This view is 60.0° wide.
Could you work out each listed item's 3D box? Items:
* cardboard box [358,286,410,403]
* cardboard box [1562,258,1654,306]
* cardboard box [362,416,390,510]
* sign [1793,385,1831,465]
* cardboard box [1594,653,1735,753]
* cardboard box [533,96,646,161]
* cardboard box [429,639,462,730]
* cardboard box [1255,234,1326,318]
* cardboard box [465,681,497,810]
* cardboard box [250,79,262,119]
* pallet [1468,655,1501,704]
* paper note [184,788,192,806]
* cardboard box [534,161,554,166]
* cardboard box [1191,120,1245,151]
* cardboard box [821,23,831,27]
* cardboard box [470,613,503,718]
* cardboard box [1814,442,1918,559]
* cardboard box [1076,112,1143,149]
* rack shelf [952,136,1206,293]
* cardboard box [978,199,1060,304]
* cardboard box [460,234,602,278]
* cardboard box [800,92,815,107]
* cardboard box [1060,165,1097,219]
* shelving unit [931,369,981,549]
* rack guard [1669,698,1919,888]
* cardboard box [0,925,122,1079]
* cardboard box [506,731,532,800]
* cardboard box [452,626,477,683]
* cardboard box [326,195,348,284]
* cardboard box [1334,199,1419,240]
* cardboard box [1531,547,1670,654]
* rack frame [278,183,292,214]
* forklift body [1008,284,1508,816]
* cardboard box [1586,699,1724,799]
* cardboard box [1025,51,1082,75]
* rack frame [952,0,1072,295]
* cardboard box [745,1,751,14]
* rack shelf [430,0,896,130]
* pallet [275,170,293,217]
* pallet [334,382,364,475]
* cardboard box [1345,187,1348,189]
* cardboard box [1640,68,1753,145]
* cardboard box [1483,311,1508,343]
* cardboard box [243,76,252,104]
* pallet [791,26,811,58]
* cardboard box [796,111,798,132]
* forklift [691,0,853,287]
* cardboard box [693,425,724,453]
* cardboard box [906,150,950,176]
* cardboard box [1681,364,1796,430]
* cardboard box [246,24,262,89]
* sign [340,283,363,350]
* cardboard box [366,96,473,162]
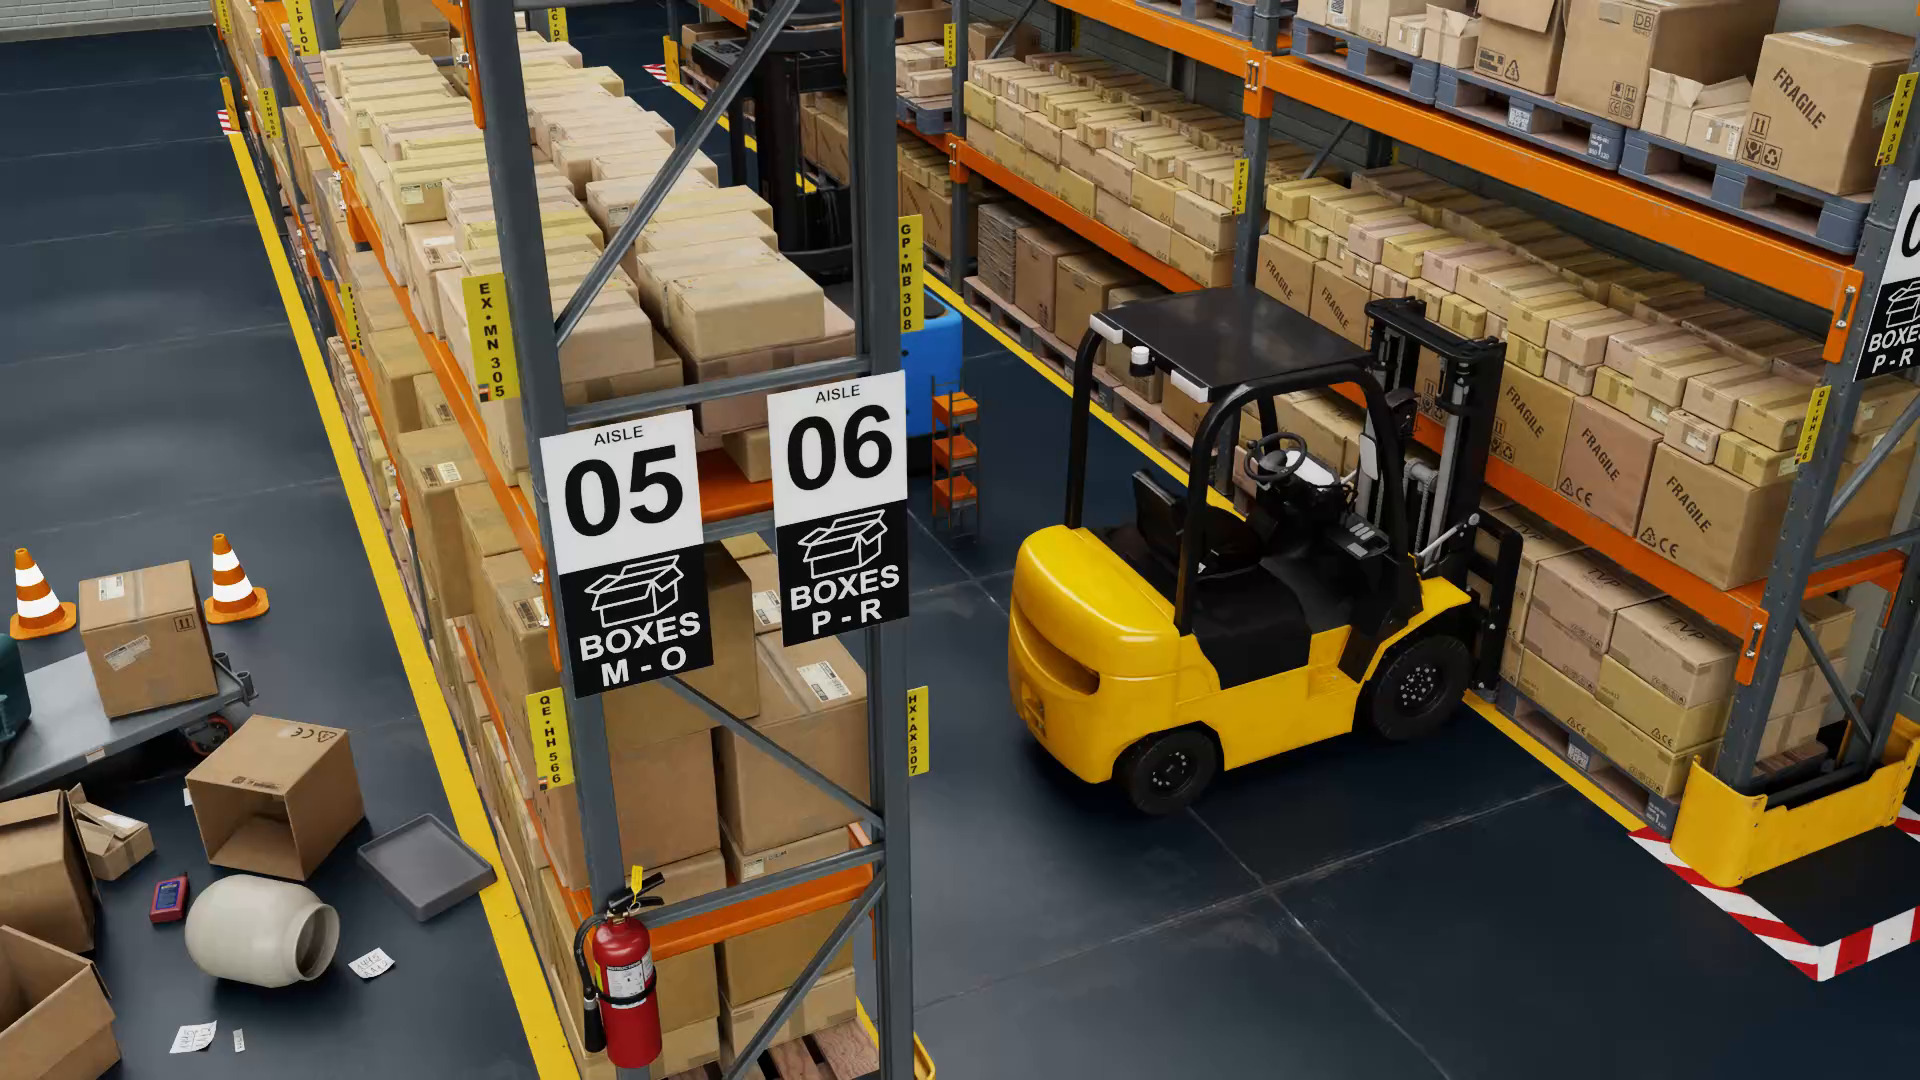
[{"bbox_3d":[-2.160,-0.812,7.175,0.700,0.500,0.500,-13,32,-22],"label":"cardboard box"},{"bbox_3d":[3.257,-1.288,8.384,0.380,0.149,0.250,-13,32,-22],"label":"cardboard box"},{"bbox_3d":[-3.191,-0.564,10.420,0.950,0.372,0.625,-12,31,-20],"label":"cardboard box"},{"bbox_3d":[3.350,-0.450,6.533,0.100,0.325,0.005,-13,32,-22],"label":"sign"},{"bbox_3d":[3.355,0.699,7.780,0.500,0.250,0.500,-14,32,-23],"label":"cardboard box"},{"bbox_3d":[-1.401,-1.566,6.323,0.380,0.149,0.250,-13,32,-21],"label":"cardboard box"},{"bbox_3d":[-2.343,0.661,8.359,0.500,0.250,0.500,-15,32,-24],"label":"cardboard box"},{"bbox_3d":[2.084,-1.509,9.745,0.500,0.500,0.500,-14,32,-23],"label":"cardboard box"},{"bbox_3d":[-1.881,0.797,7.350,0.500,0.500,0.500,-11,31,-19],"label":"cardboard box"},{"bbox_3d":[-5.192,-3.430,12.914,0.500,0.250,0.500,-14,32,-23],"label":"cardboard box"},{"bbox_3d":[2.960,0.400,9.294,1.003,0.211,1.213,-13,32,-22],"label":"pallet"},{"bbox_3d":[-3.666,1.215,8.025,0.148,0.019,0.142,-13,32,-22],"label":"paper note"},{"bbox_3d":[-1.264,-1.234,6.139,0.500,0.250,0.500,-12,32,-21],"label":"cardboard box"},{"bbox_3d":[1.786,-2.707,11.218,0.380,0.149,0.250,-13,32,-22],"label":"cardboard box"},{"bbox_3d":[-1.055,-4.681,15.211,0.396,0.266,0.258,-12,31,-20],"label":"cardboard box"},{"bbox_3d":[-1.539,0.295,6.223,0.500,0.500,0.500,-13,32,-22],"label":"cardboard box"},{"bbox_3d":[3.885,-0.270,7.536,0.500,0.500,0.500,-12,31,-20],"label":"cardboard box"},{"bbox_3d":[1.023,-2.806,11.395,0.380,0.149,0.250,-14,32,-23],"label":"cardboard box"},{"bbox_3d":[1.271,-2.286,11.969,1.077,0.370,4.000,-13,32,-22],"label":"rack shelf"},{"bbox_3d":[0.667,-2.352,13.350,0.875,0.625,0.625,-12,31,-20],"label":"cardboard box"},{"bbox_3d":[-1.249,-0.770,4.905,0.380,0.149,0.250,-13,32,-23],"label":"cardboard box"},{"bbox_3d":[-1.391,-4.412,16.487,0.380,0.149,0.250,-12,31,-20],"label":"cardboard box"},{"bbox_3d":[1.042,-2.492,11.753,0.500,0.250,0.500,-12,31,-20],"label":"cardboard box"},{"bbox_3d":[-0.023,-0.482,10.008,0.215,1.050,0.252,-13,32,-22],"label":"shelving unit"},{"bbox_3d":[3.857,1.151,7.658,1.175,0.500,0.348,-13,32,-22],"label":"rack guard"},{"bbox_3d":[-3.676,1.939,6.251,0.637,0.503,0.797,13,32,21],"label":"cardboard box"},{"bbox_3d":[-1.426,0.770,6.040,0.380,0.149,0.250,-13,32,-21],"label":"cardboard box"},{"bbox_3d":[-2.003,0.464,7.281,0.380,0.149,0.250,-11,31,-19],"label":"cardboard box"},{"bbox_3d":[-3.188,-1.633,9.232,0.500,0.500,0.500,-12,31,-20],"label":"cardboard box"},{"bbox_3d":[2.310,-1.762,9.229,0.380,0.149,0.250,-14,32,-23],"label":"cardboard box"},{"bbox_3d":[3.143,0.268,8.037,0.500,0.250,0.500,-12,32,-21],"label":"cardboard box"},{"bbox_3d":[-5.784,-4.207,14.659,0.949,2.616,0.053,-13,32,-22],"label":"rack frame"},{"bbox_3d":[1.385,-0.034,8.084,2.313,2.155,1.214,-13,32,-22],"label":"forklift body"},{"bbox_3d":[3.359,0.925,7.888,0.500,0.250,0.500,-13,32,-22],"label":"cardboard box"},{"bbox_3d":[0.734,-3.709,13.005,0.380,0.149,0.250,-12,31,-20],"label":"cardboard box"},{"bbox_3d":[0.412,-3.483,13.368,1.000,3.000,0.127,-13,32,-22],"label":"rack frame"},{"bbox_3d":[-2.023,-5.570,17.347,0.380,0.149,0.250,-12,32,-21],"label":"cardboard box"},{"bbox_3d":[-1.494,-2.091,5.489,1.077,0.370,4.000,-13,32,-22],"label":"rack shelf"},{"bbox_3d":[-6.042,-3.343,15.968,1.003,0.211,1.213,-13,32,-22],"label":"pallet"},{"bbox_3d":[-3.735,-0.878,11.572,1.003,0.211,1.213,-13,32,-22],"label":"pallet"},{"bbox_3d":[2.143,-2.147,10.627,0.500,0.250,0.500,-14,32,-23],"label":"cardboard box"},{"bbox_3d":[3.108,-1.840,6.977,0.396,0.266,0.258,-13,32,-22],"label":"cardboard box"},{"bbox_3d":[2.846,-1.061,8.283,0.380,0.149,0.250,-13,32,-22],"label":"cardboard box"},{"bbox_3d":[-5.836,-3.891,14.249,0.500,0.250,0.500,-14,32,-23],"label":"cardboard box"},{"bbox_3d":[-1.061,-4.791,15.896,1.003,0.211,1.213,-13,32,-22],"label":"pallet"},{"bbox_3d":[-1.810,-4.374,17.443,0.380,0.149,0.250,-14,32,-23],"label":"cardboard box"},{"bbox_3d":[-1.090,-2.305,11.337,1.121,2.935,3.031,-14,32,-24],"label":"forklift"},{"bbox_3d":[-0.678,-0.416,5.088,0.380,0.149,0.250,-14,32,-24],"label":"cardboard box"},{"bbox_3d":[-0.247,-3.264,14.440,0.380,0.149,0.250,-14,32,-24],"label":"cardboard box"},{"bbox_3d":[3.368,-0.622,7.196,0.380,0.149,0.250,-13,32,-22],"label":"cardboard box"},{"bbox_3d":[-4.962,-3.538,12.342,0.500,0.500,0.500,-13,32,-22],"label":"cardboard box"},{"bbox_3d":[-2.852,-1.059,7.862,0.100,0.325,0.005,-13,32,-22],"label":"sign"},{"bbox_3d":[-2.028,-1.564,6.319,0.380,0.149,0.250,-14,32,-24],"label":"cardboard box"}]
